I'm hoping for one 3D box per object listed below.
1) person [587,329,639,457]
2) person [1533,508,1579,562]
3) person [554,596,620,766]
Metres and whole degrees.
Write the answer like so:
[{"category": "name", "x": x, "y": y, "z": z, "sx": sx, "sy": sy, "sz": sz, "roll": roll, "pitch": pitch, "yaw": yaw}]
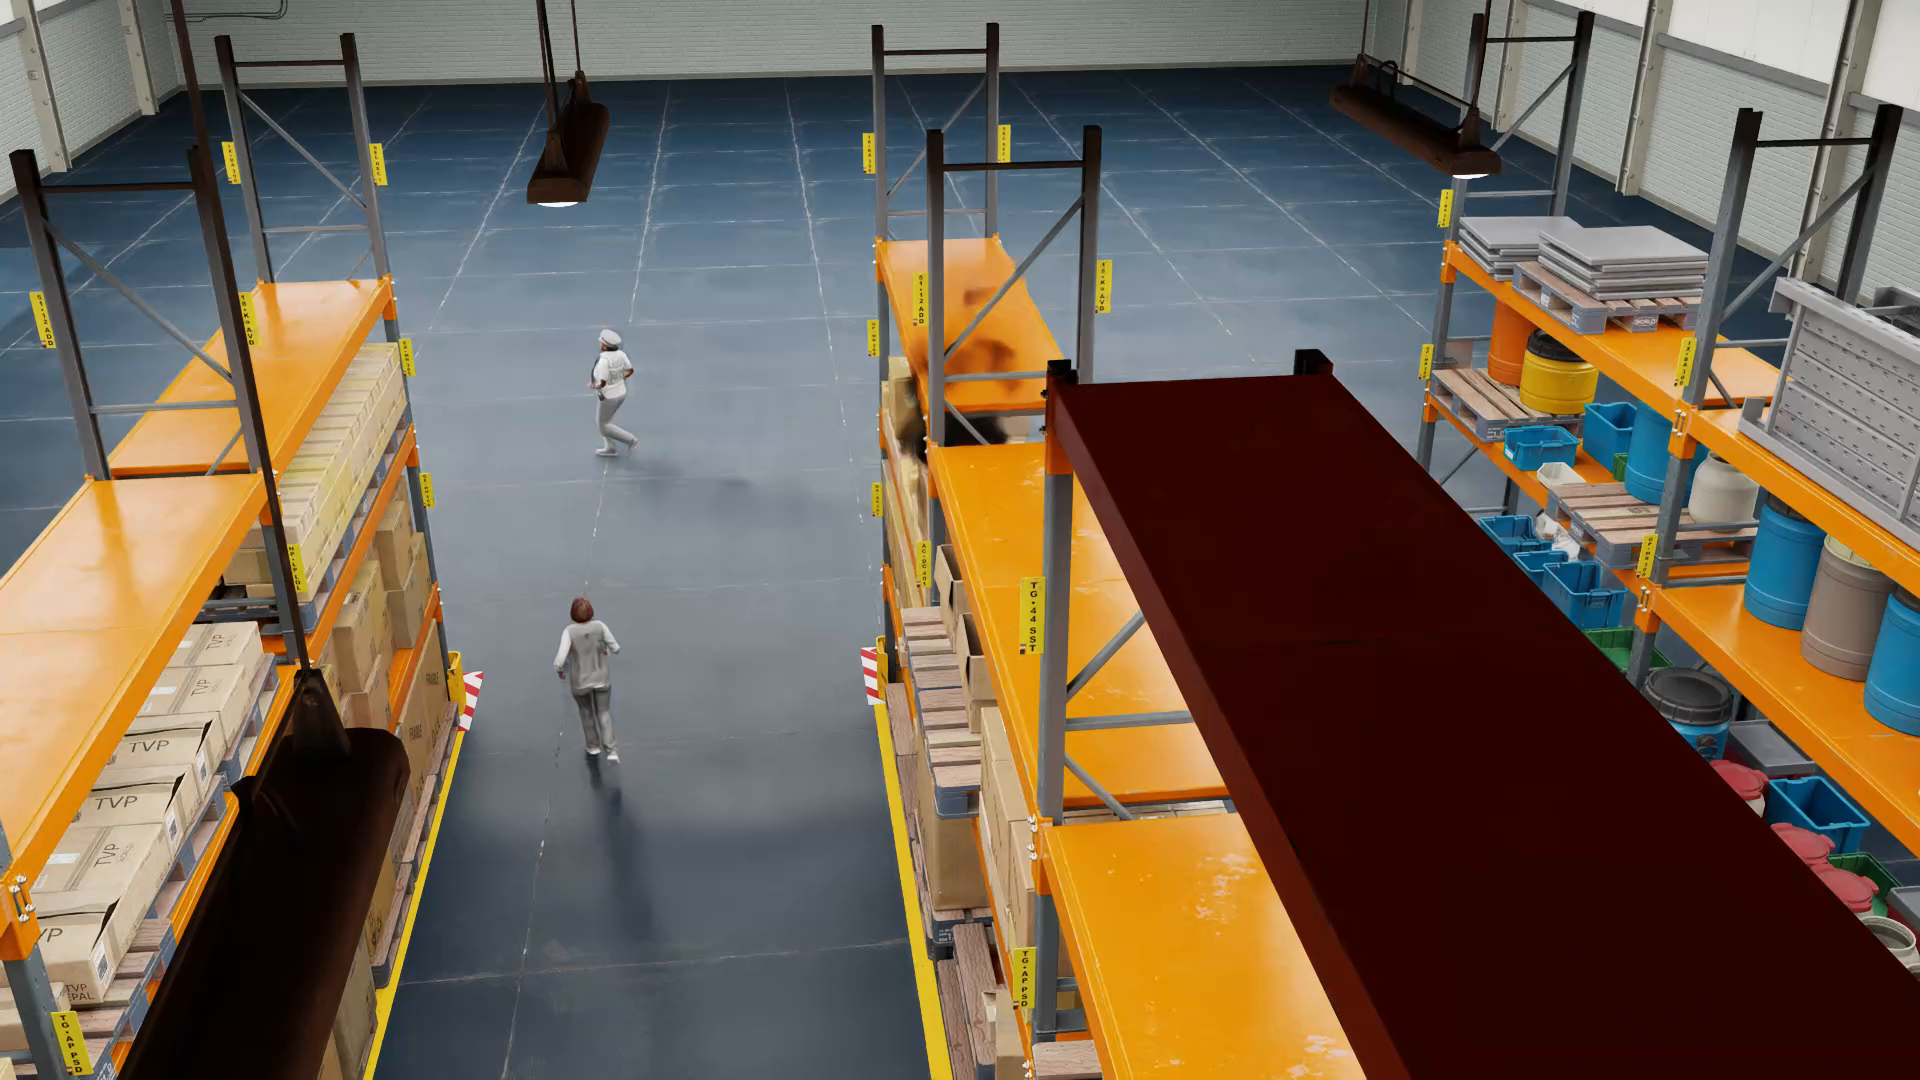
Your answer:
[{"category": "person", "x": -4.218, "y": -1.773, "z": 20.298, "sx": 0.701, "sy": 1.654, "sz": 0.580, "roll": 10, "pitch": 27, "yaw": 21}, {"category": "person", "x": 5.818, "y": 0.119, "z": 16.405, "sx": 0.665, "sy": 1.601, "sz": 0.557, "roll": -13, "pitch": 28, "yaw": -25}, {"category": "person", "x": -3.138, "y": 1.231, "z": 14.110, "sx": 0.567, "sy": 1.592, "sz": 0.715, "roll": -10, "pitch": 27, "yaw": -19}]
